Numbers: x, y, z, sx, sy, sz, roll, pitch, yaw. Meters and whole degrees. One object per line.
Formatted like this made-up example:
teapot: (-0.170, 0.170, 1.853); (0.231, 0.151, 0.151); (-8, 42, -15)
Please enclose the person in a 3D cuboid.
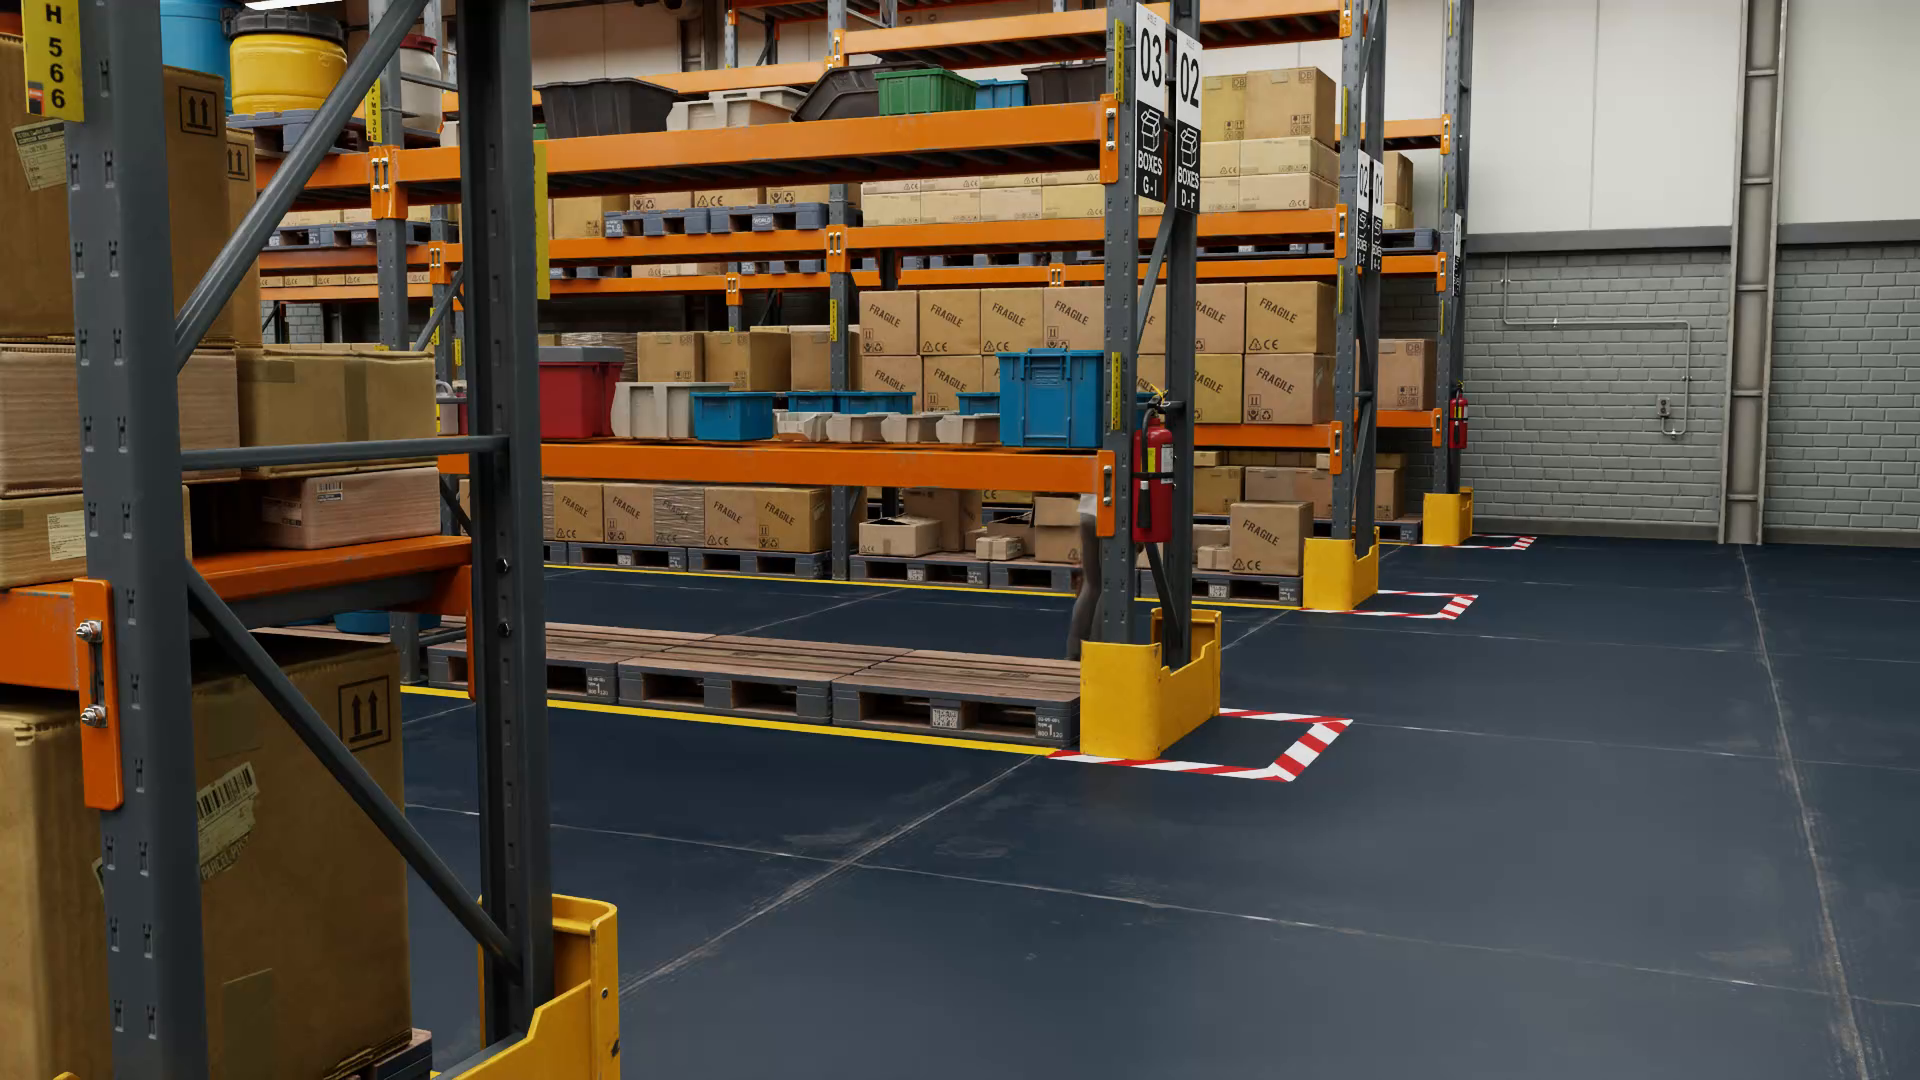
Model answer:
person: (0.785, -0.089, 9.025); (0.397, 1.679, 0.544); (-4, 7, -33)
